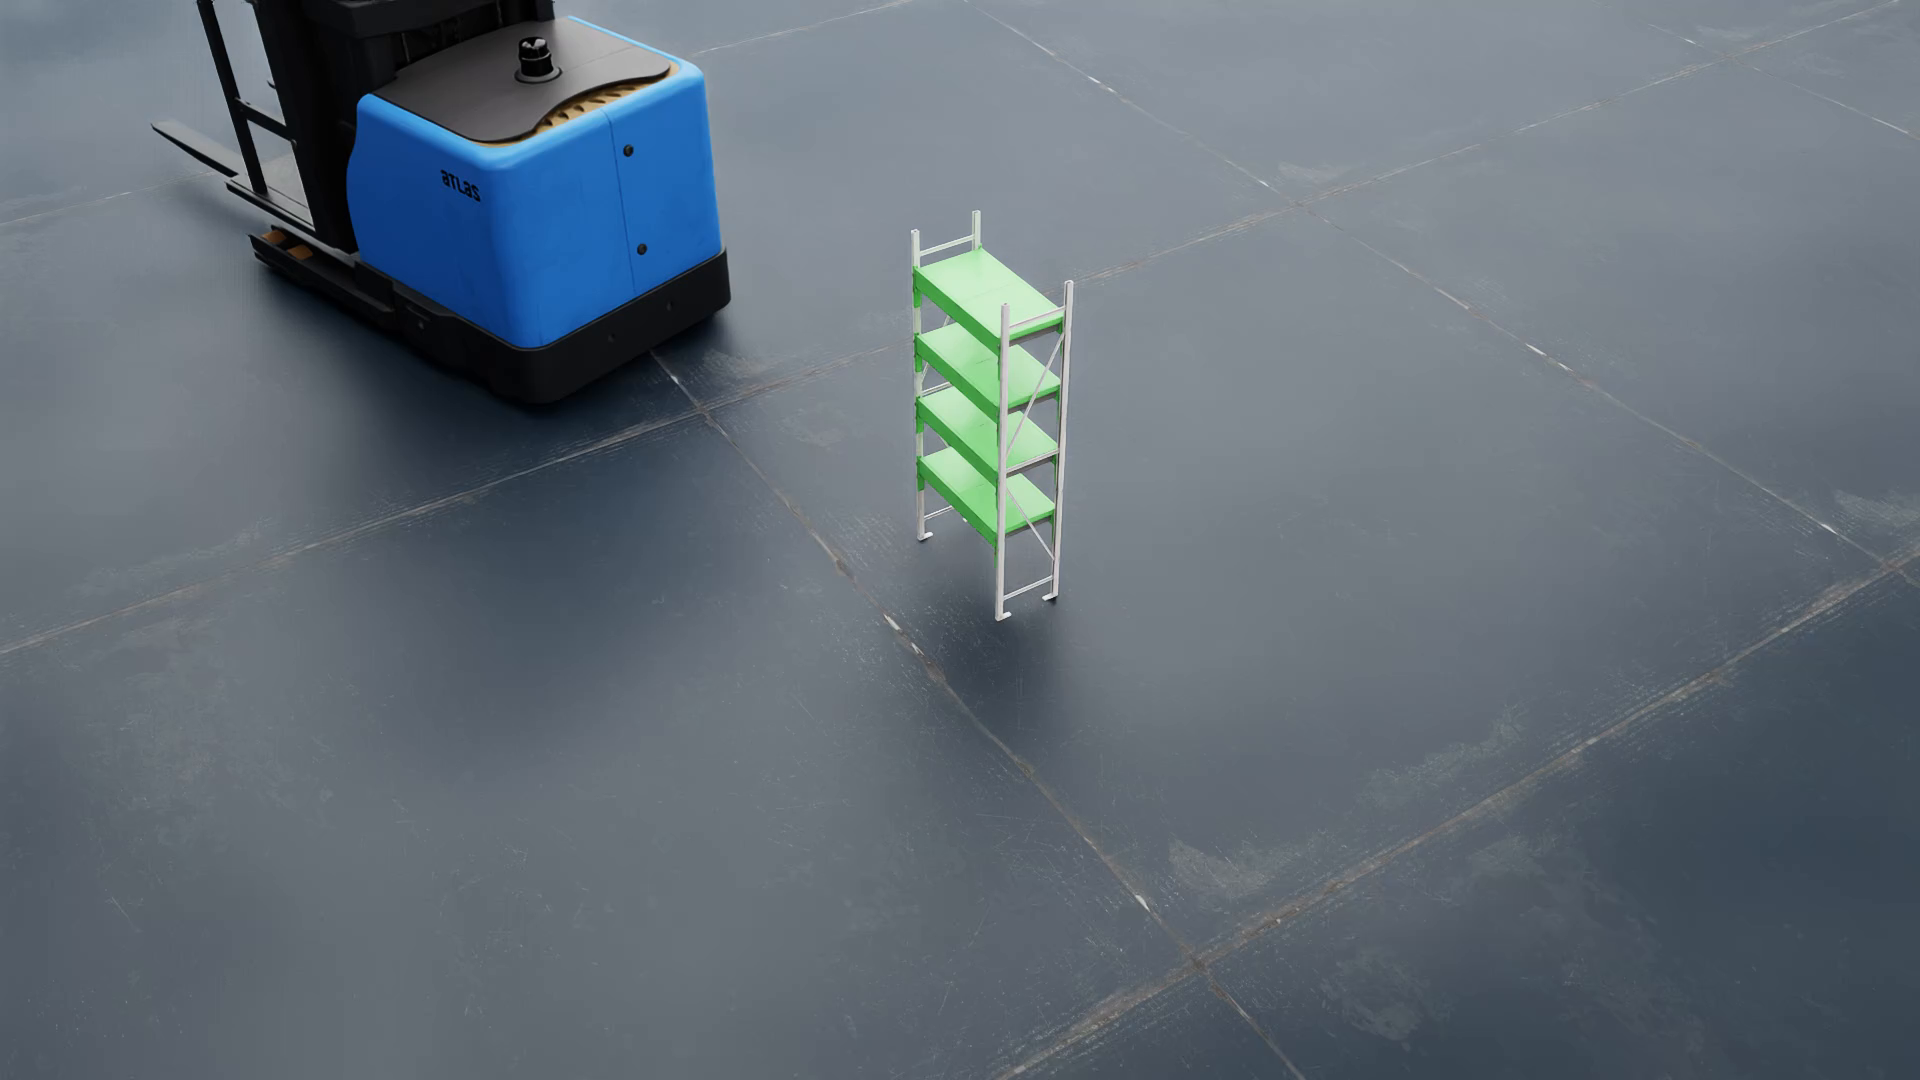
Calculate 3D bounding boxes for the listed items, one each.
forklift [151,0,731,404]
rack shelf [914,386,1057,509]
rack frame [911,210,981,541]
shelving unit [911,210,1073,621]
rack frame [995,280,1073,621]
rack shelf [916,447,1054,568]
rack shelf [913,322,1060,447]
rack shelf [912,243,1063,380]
[{"bbox_3d":[-2.393,-2.435,6.382,3.031,2.935,1.130,28,47,30],"label":"forklift"},{"bbox_3d":[0.089,-0.323,5.300,0.258,0.148,0.480,-22,45,-24],"label":"rack shelf"},{"bbox_3d":[-0.042,-0.503,5.417,0.240,1.200,0.015,-22,45,-24],"label":"rack frame"},{"bbox_3d":[0.089,-0.372,5.259,0.258,1.200,0.503,-22,45,-24],"label":"shelving unit"},{"bbox_3d":[0.220,-0.240,5.101,0.240,1.200,0.015,-22,45,-24],"label":"rack frame"},{"bbox_3d":[0.089,-0.138,5.453,0.258,0.148,0.480,-22,45,-24],"label":"rack shelf"},{"bbox_3d":[0.089,-0.507,5.146,0.258,0.148,0.480,-22,45,-24],"label":"rack shelf"},{"bbox_3d":[0.089,-0.691,4.992,0.258,0.148,0.480,-22,45,-24],"label":"rack shelf"}]
